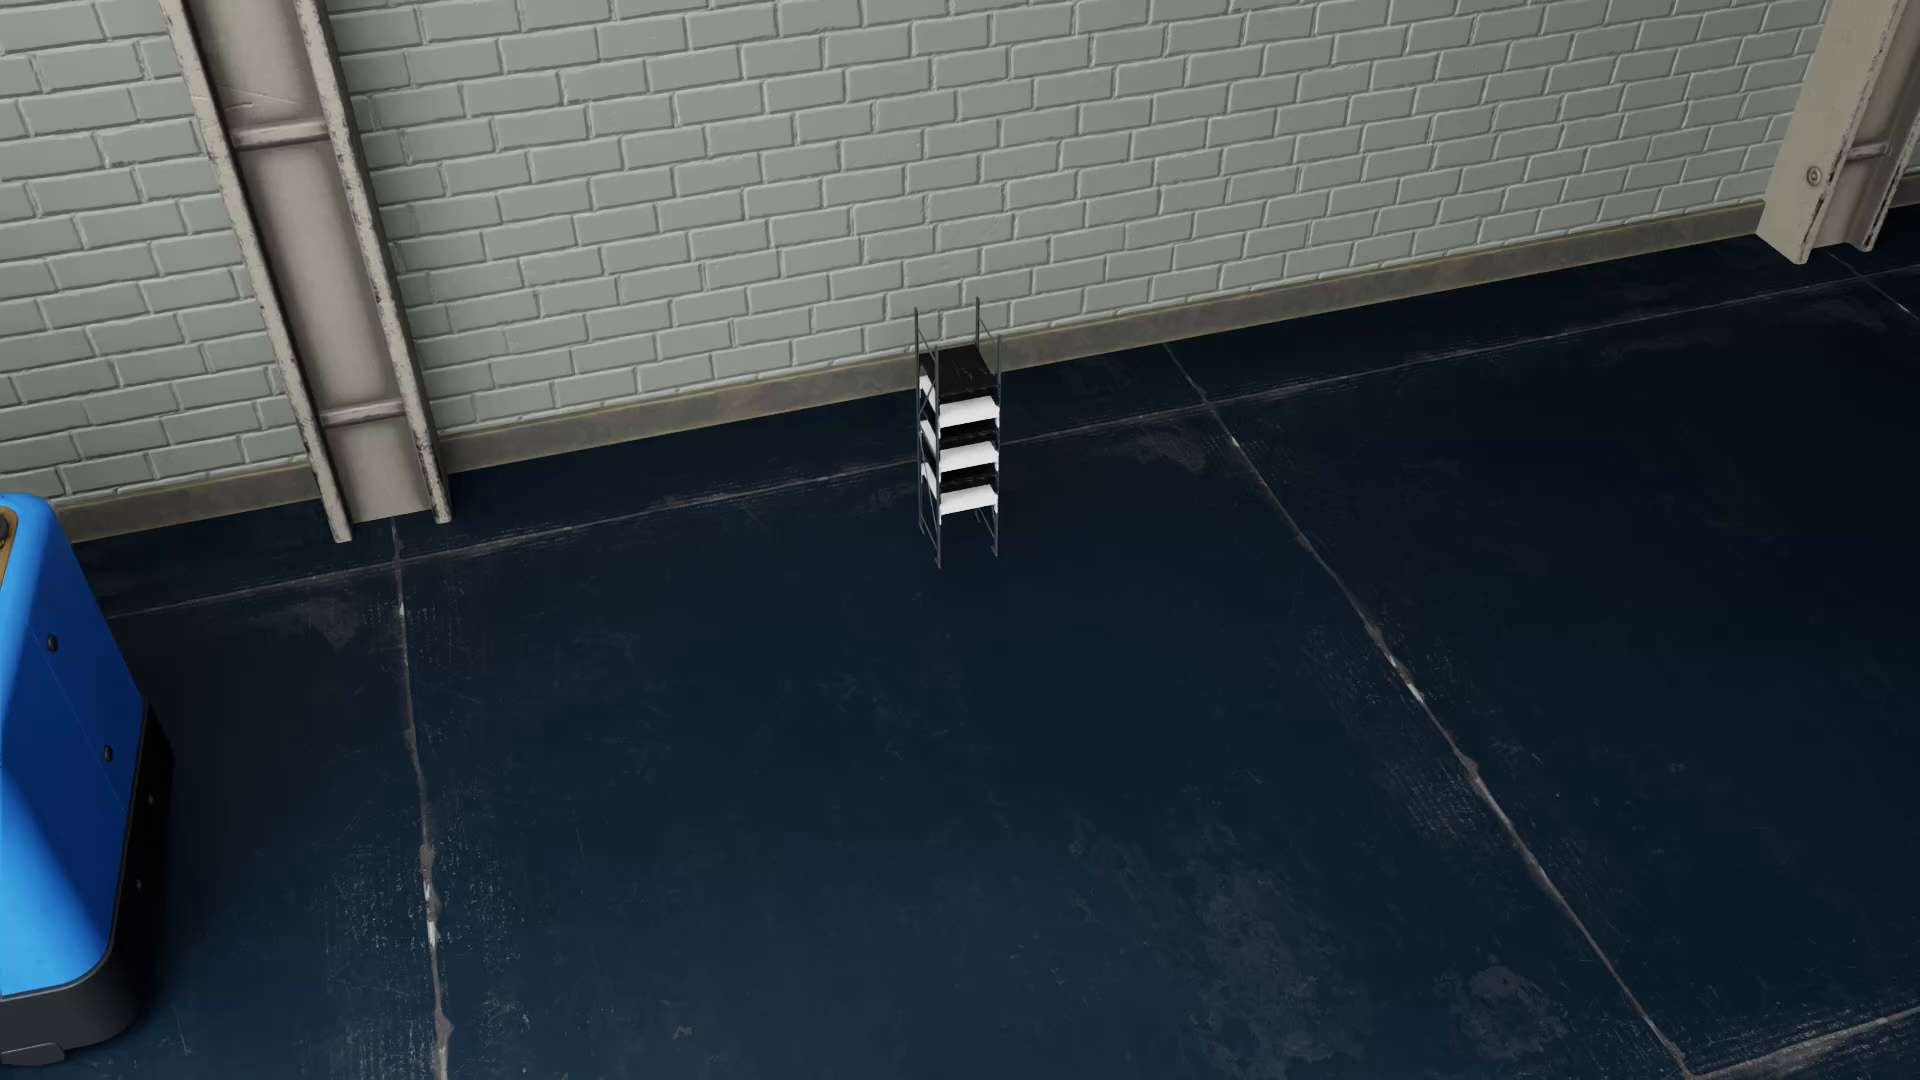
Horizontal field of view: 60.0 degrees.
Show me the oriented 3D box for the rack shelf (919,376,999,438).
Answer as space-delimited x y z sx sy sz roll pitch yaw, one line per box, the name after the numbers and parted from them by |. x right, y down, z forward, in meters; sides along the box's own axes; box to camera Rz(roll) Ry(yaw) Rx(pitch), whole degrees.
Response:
-0.008 -0.448 5.356 0.200 0.077 0.258 -12 42 -13 | rack shelf

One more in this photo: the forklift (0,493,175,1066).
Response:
-3.673 0.117 3.388 3.031 2.935 1.130 -10 42 -11 | forklift

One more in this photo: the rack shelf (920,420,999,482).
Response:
-0.008 -0.312 5.474 0.200 0.077 0.258 -12 42 -13 | rack shelf

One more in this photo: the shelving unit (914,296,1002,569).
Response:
-0.008 -0.337 5.452 0.210 0.900 0.258 -12 42 -13 | shelving unit

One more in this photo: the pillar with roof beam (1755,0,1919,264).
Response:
5.004 -1.997 1.197 0.400 9.000 9.100 -12 42 -13 | pillar with roof beam

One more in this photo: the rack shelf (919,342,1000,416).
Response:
-0.008 -0.516 5.296 0.200 0.077 0.258 -12 42 -13 | rack shelf

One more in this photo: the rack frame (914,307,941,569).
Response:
-0.105 -0.317 5.429 0.006 0.900 0.240 -12 42 -13 | rack frame

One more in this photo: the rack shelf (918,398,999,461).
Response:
-0.008 -0.380 5.415 0.200 0.077 0.258 -12 42 -13 | rack shelf

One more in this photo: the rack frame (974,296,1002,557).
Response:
0.089 -0.357 5.475 0.006 0.900 0.240 -12 42 -13 | rack frame

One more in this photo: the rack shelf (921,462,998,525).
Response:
-0.008 -0.177 5.592 0.200 0.077 0.258 -12 42 -13 | rack shelf

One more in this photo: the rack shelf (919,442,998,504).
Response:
-0.008 -0.244 5.533 0.200 0.077 0.258 -12 42 -13 | rack shelf
